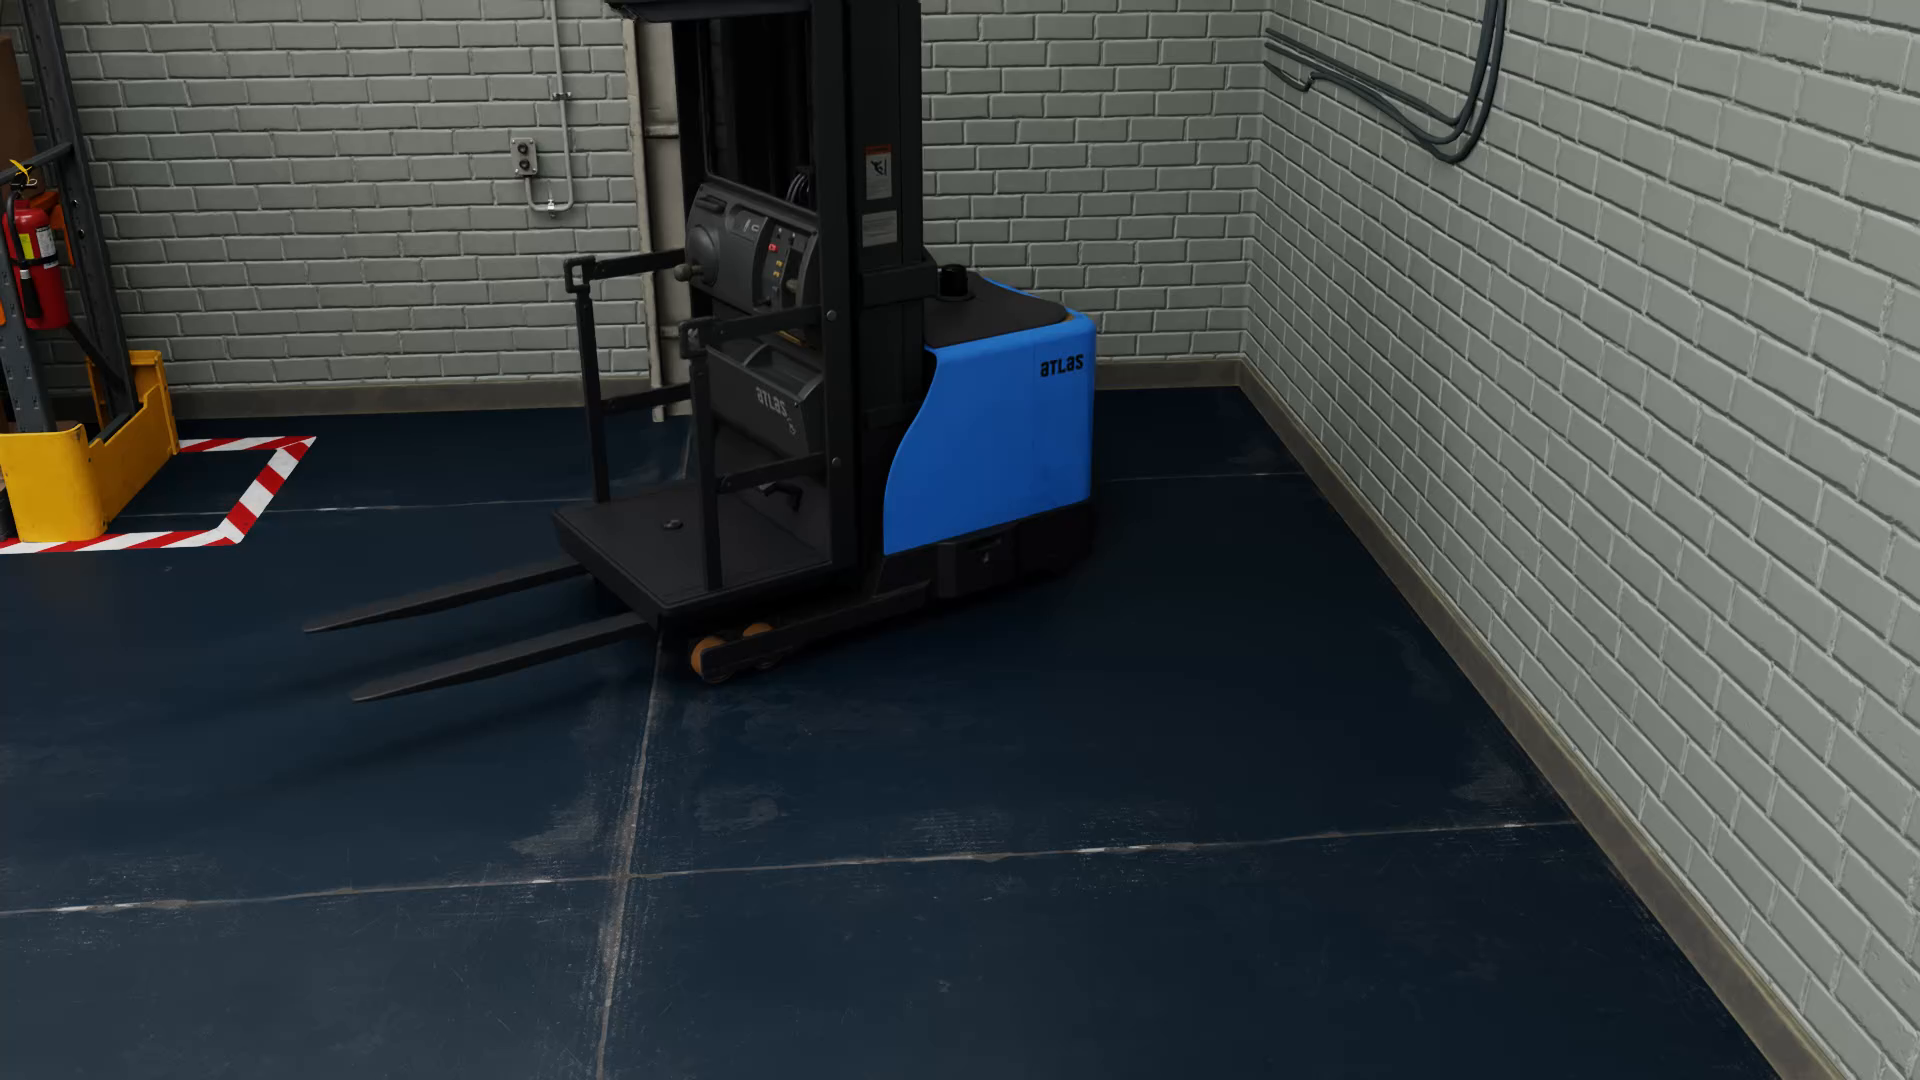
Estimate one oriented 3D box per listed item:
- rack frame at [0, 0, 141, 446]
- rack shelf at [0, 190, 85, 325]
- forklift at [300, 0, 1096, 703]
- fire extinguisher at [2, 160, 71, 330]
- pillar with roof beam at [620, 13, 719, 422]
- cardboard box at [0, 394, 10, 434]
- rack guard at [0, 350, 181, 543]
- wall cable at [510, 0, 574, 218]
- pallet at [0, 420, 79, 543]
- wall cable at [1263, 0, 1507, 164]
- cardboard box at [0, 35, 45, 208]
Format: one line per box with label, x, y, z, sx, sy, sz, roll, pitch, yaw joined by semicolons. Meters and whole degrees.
rack frame;-4.013;-1.597;7.149;0.127;3.000;1.000;-2;24;-5
rack shelf;-6.003;-1.188;7.116;4.000;0.370;1.077;-2;24;-5
forklift;-0.946;-1.061;6.029;3.031;2.935;1.130;-16;28;-31
fire extinguisher;-3.817;-1.210;6.835;0.183;0.674;0.296;-2;24;-5
pillar with roof beam;-0.988;-3.055;3.045;0.400;9.000;9.100;-2;24;-5
cardboard box;-4.700;-0.578;7.418;0.500;0.500;0.700;-2;24;-5
rack guard;-3.989;-0.455;7.659;0.348;0.500;1.175;-2;24;-5
wall cable;-2.831;-2.494;7.918;1.851;1.984;0.084;-2;24;-5
pallet;-4.801;-0.259;7.573;1.213;0.211;1.003;-2;24;-5
wall cable;1.651;-3.001;6.744;0.112;2.526;3.097;-2;24;-5
cardboard box;-4.519;-1.709;7.033;0.700;0.700;0.980;-1;24;-3
